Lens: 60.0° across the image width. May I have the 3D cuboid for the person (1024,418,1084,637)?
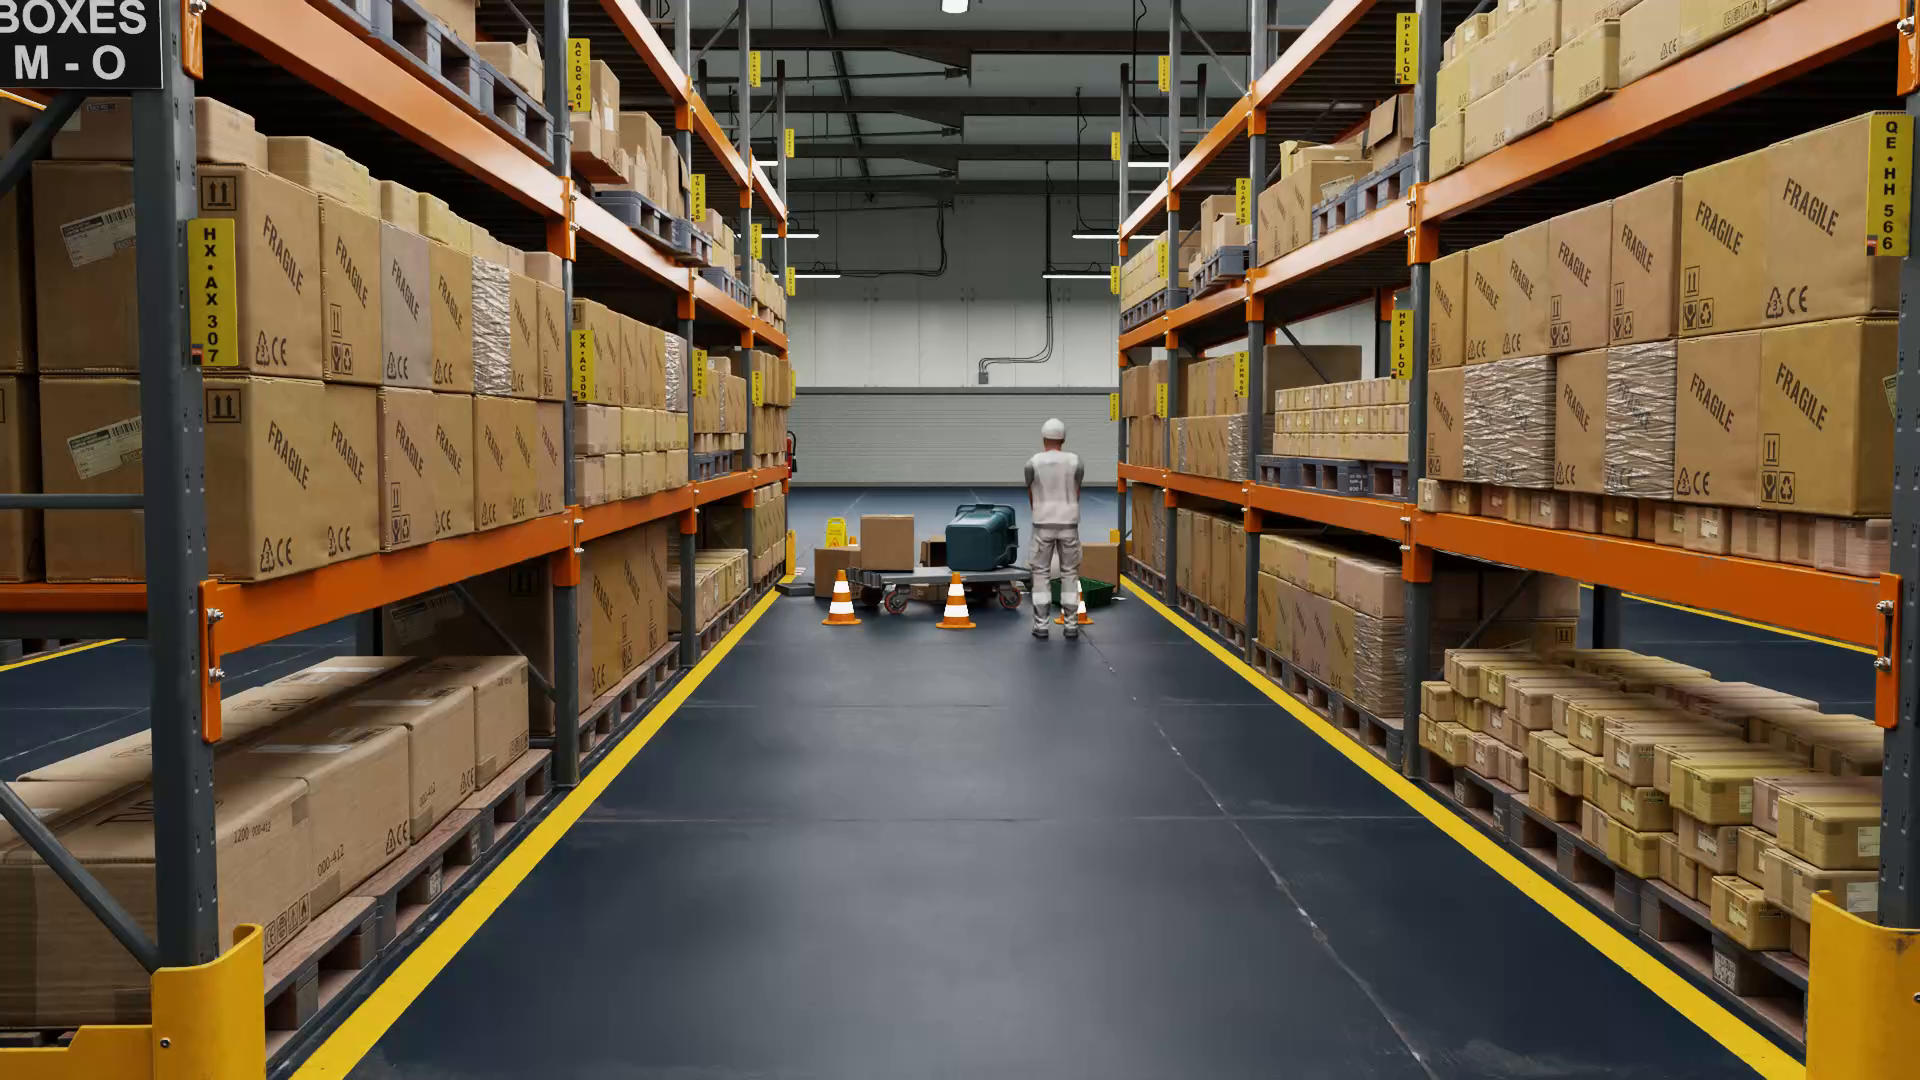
[{"bbox_3d":[0.767,-0.108,13.694,0.494,1.783,0.558,0,4,0],"label":"person"}]
